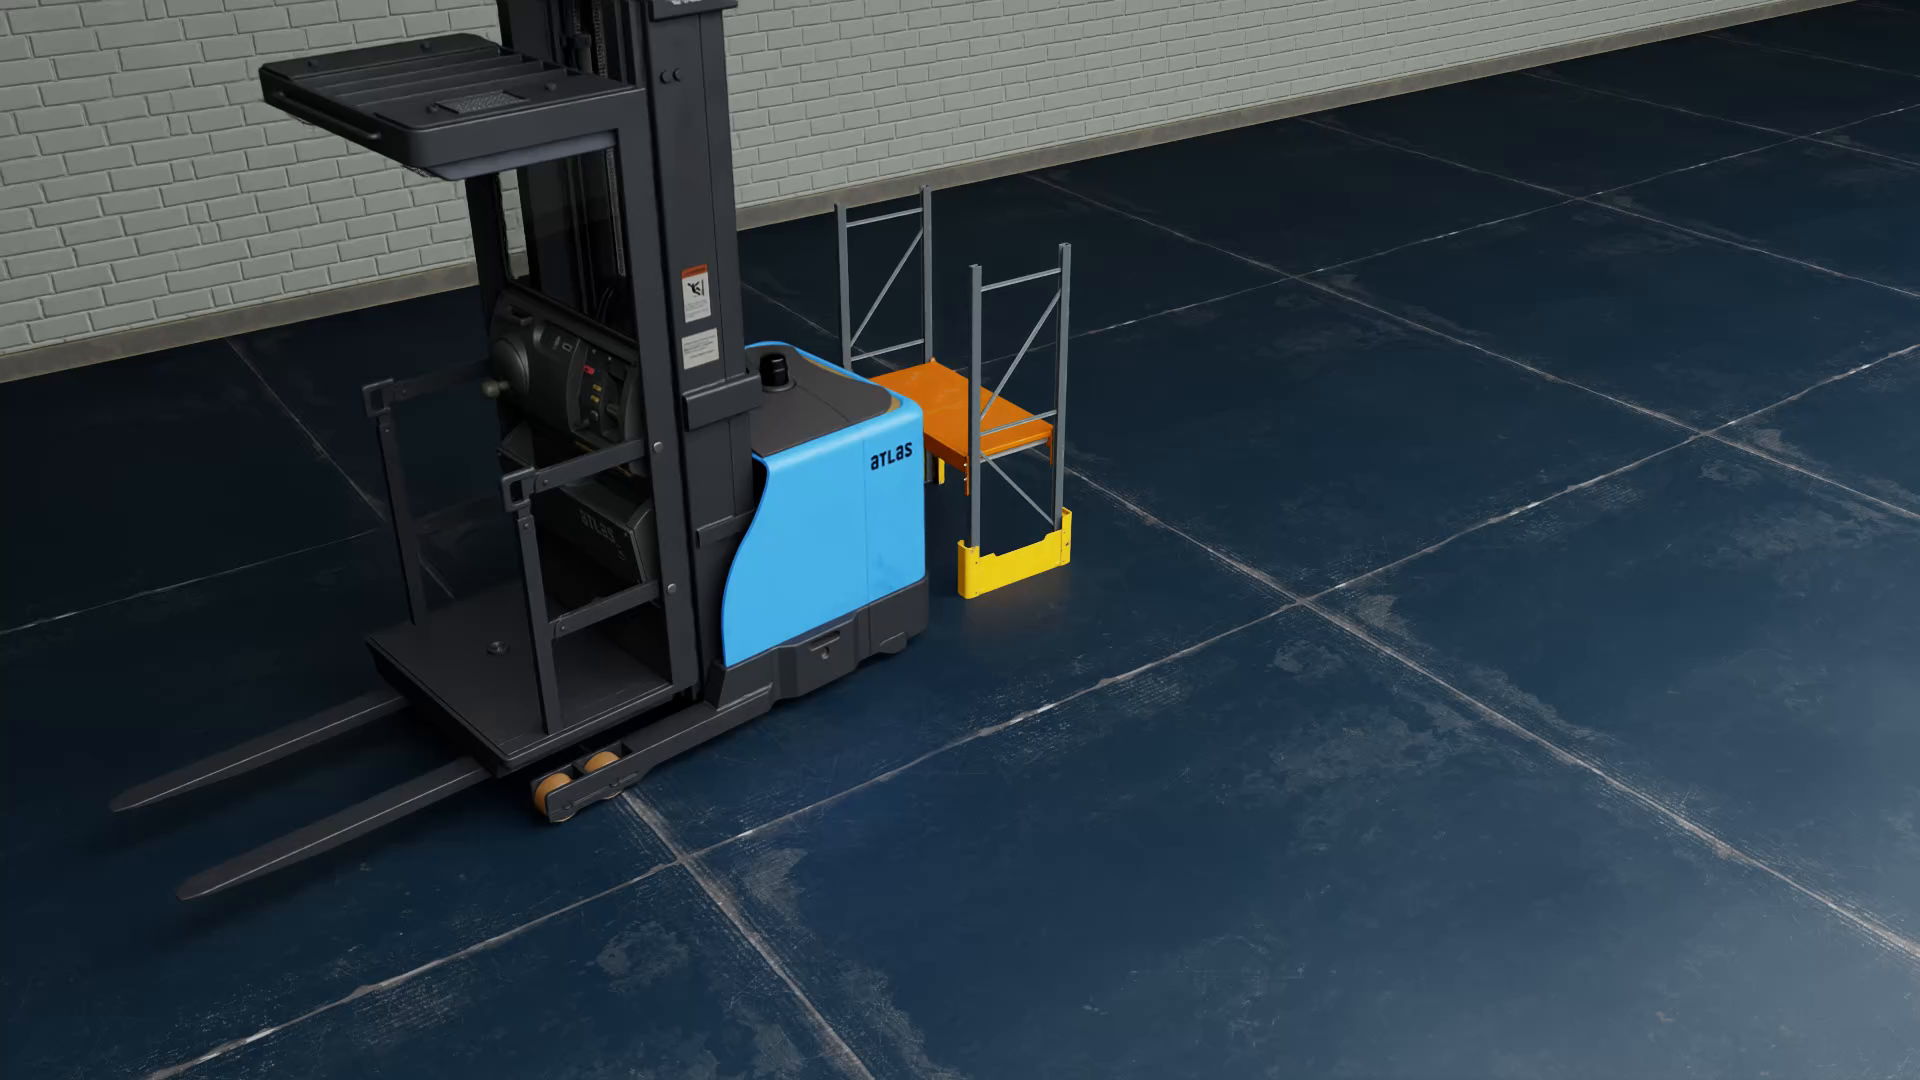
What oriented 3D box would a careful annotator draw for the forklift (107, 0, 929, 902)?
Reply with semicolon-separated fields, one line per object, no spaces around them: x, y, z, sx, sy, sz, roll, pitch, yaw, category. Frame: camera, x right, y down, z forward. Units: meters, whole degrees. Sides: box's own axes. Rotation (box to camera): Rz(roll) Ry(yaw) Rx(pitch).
-1.554;-0.569;5.727;3.031;2.935;1.130;-24;36;-37;forklift

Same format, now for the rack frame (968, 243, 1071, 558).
0.245;-0.495;7.089;0.500;1.500;0.032;-19;34;-31;rack frame

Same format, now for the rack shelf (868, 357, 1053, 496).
-0.049;-0.534;7.539;0.538;0.185;1.000;-19;34;-31;rack shelf

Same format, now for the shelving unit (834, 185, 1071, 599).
-0.044;-0.689;7.447;0.587;1.500;1.083;-19;34;-31;shelving unit

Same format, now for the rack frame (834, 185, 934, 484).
-0.344;-0.890;7.817;0.500;1.500;0.032;-19;34;-31;rack frame

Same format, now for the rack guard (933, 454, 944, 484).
-0.333;-0.333;8.101;0.587;0.250;0.087;-19;34;-31;rack guard

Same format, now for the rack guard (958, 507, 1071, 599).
0.245;0.054;7.388;0.587;0.250;0.087;-19;34;-31;rack guard
